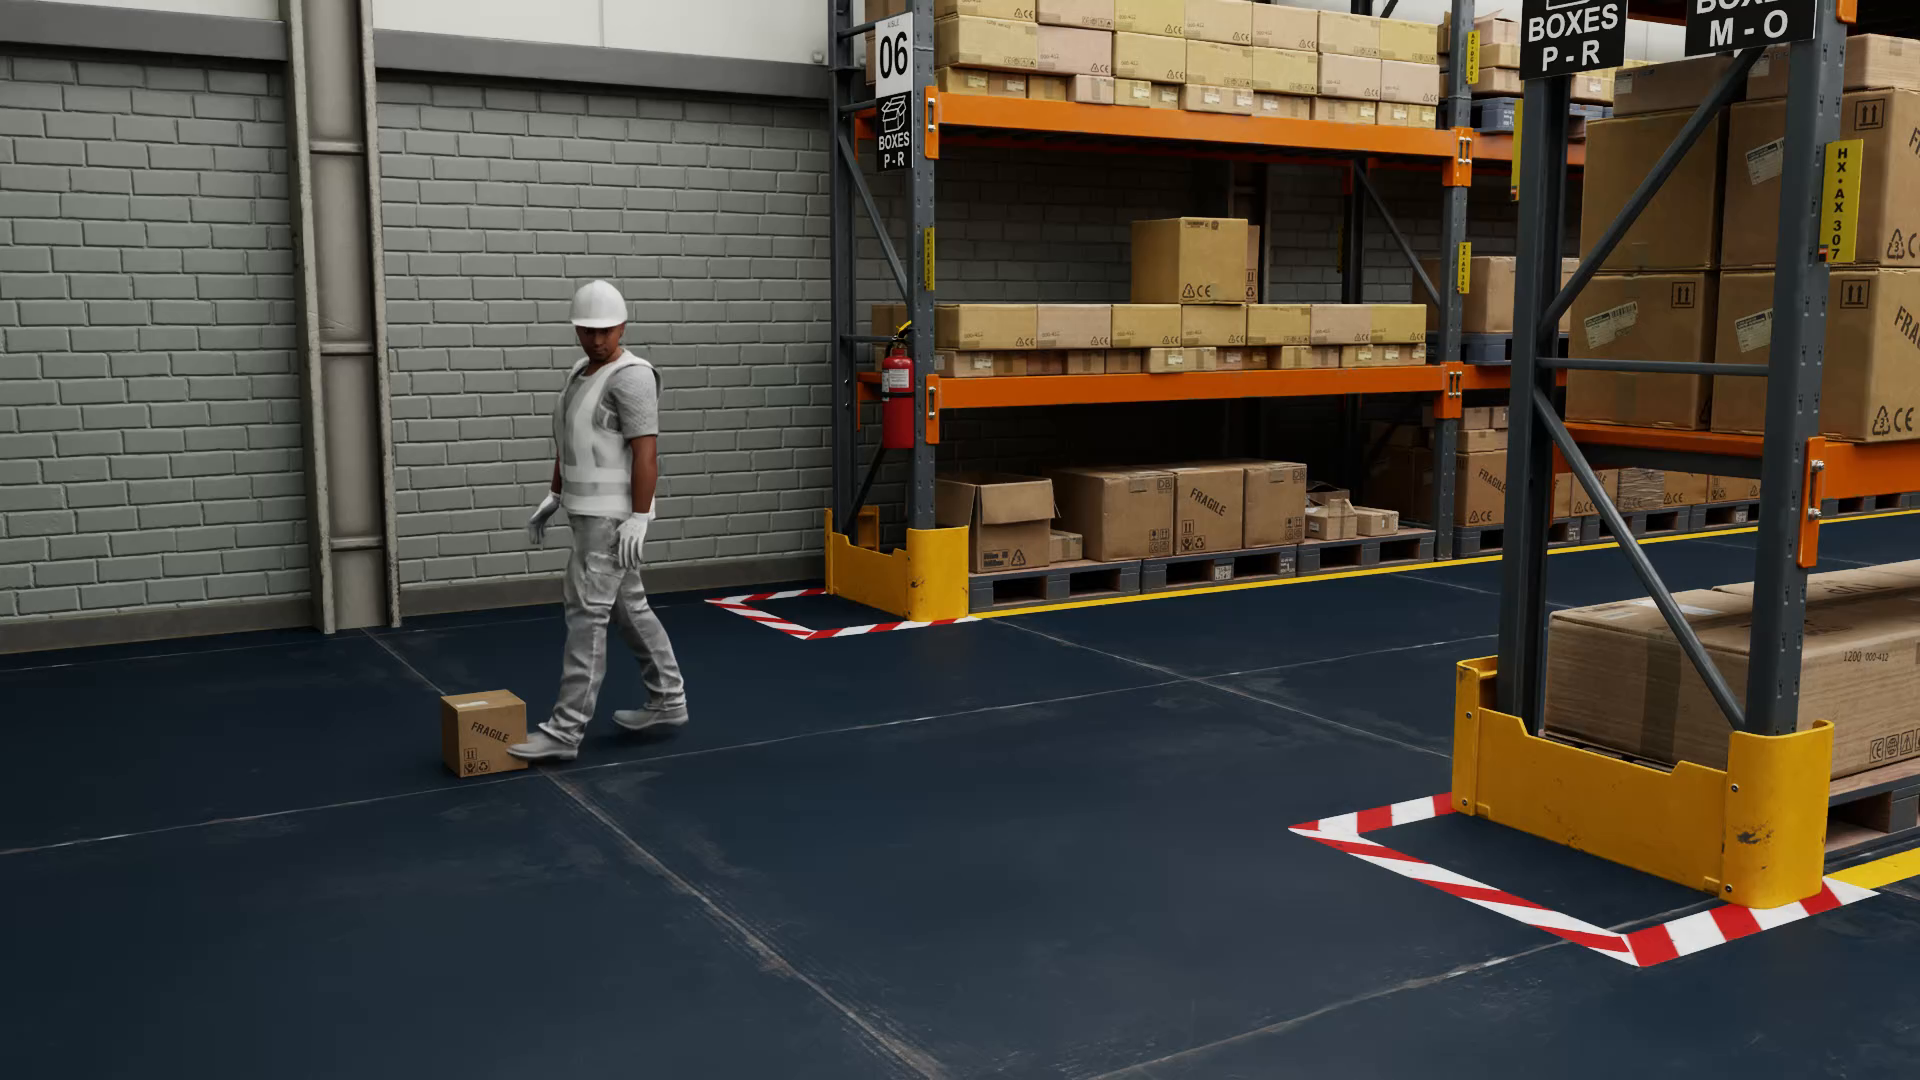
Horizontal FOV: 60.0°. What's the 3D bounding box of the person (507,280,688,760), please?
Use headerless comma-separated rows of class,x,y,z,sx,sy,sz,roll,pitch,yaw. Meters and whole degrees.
person,-1.410,-0.084,6.281,0.779,1.774,0.597,-4,9,-25
